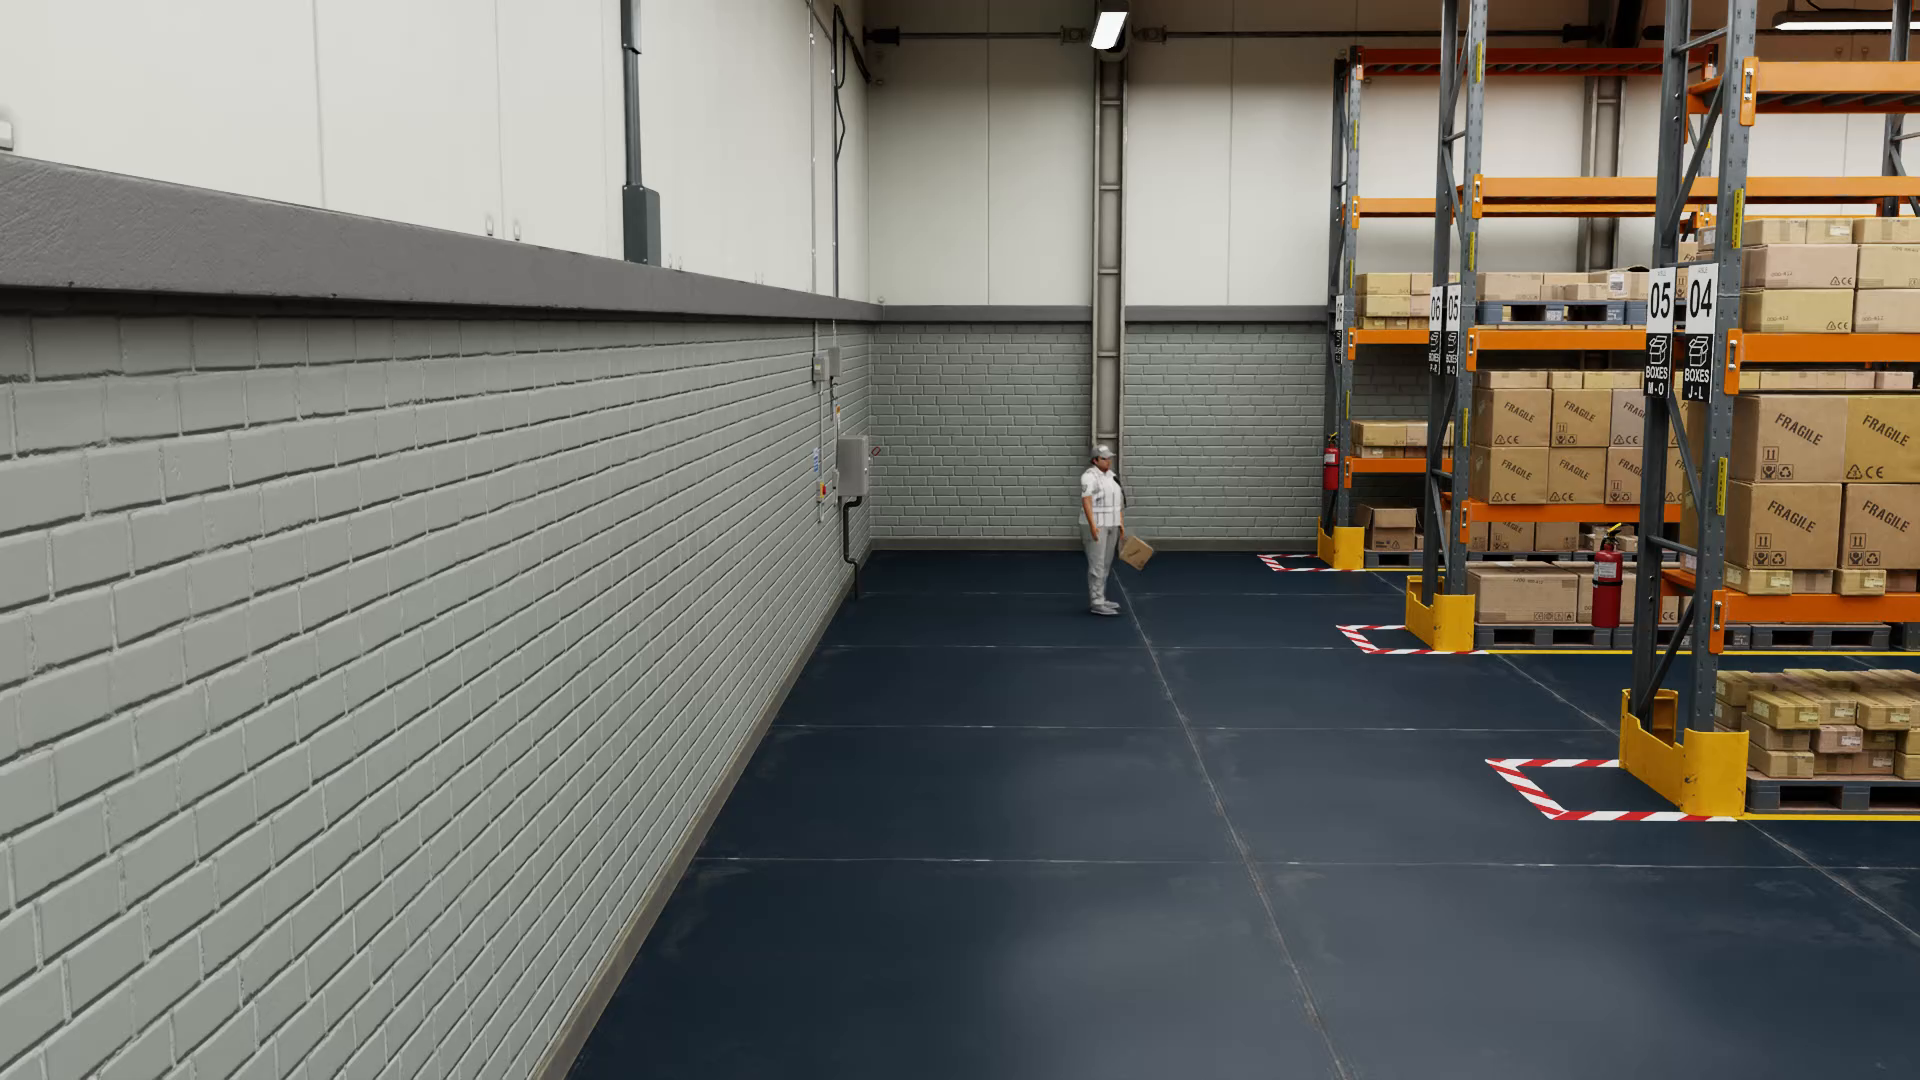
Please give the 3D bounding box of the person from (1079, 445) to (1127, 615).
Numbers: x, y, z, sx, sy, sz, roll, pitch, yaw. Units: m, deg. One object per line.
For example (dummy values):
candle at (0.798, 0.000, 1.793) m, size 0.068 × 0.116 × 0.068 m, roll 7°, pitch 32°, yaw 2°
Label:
person at (1.460, -0.113, 16.542) m, size 0.540 × 1.664 × 0.559 m, roll 7°, pitch 10°, yaw 43°
